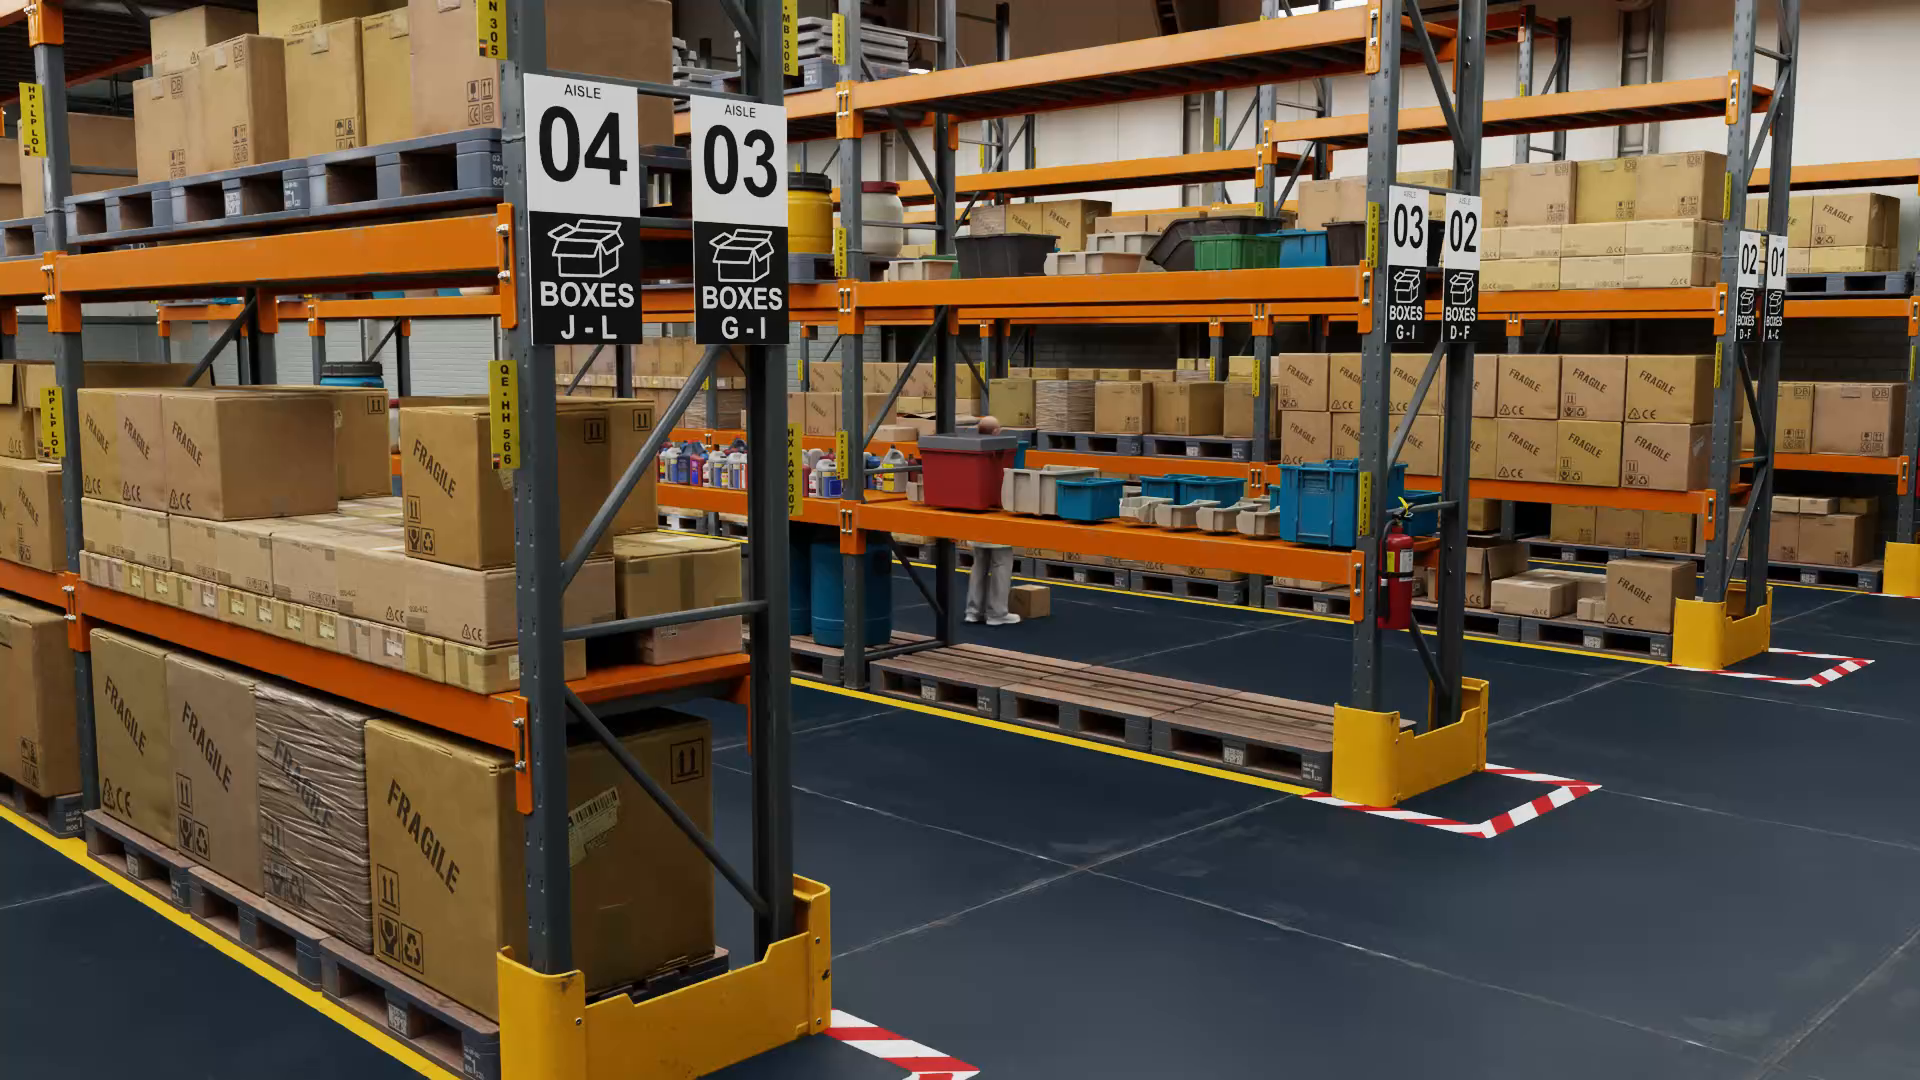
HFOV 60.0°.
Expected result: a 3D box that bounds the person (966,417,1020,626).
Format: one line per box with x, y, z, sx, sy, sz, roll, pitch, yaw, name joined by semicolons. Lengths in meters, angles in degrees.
0.258;-0.166;14.248;0.562;1.778;0.380;7;10;44;person
